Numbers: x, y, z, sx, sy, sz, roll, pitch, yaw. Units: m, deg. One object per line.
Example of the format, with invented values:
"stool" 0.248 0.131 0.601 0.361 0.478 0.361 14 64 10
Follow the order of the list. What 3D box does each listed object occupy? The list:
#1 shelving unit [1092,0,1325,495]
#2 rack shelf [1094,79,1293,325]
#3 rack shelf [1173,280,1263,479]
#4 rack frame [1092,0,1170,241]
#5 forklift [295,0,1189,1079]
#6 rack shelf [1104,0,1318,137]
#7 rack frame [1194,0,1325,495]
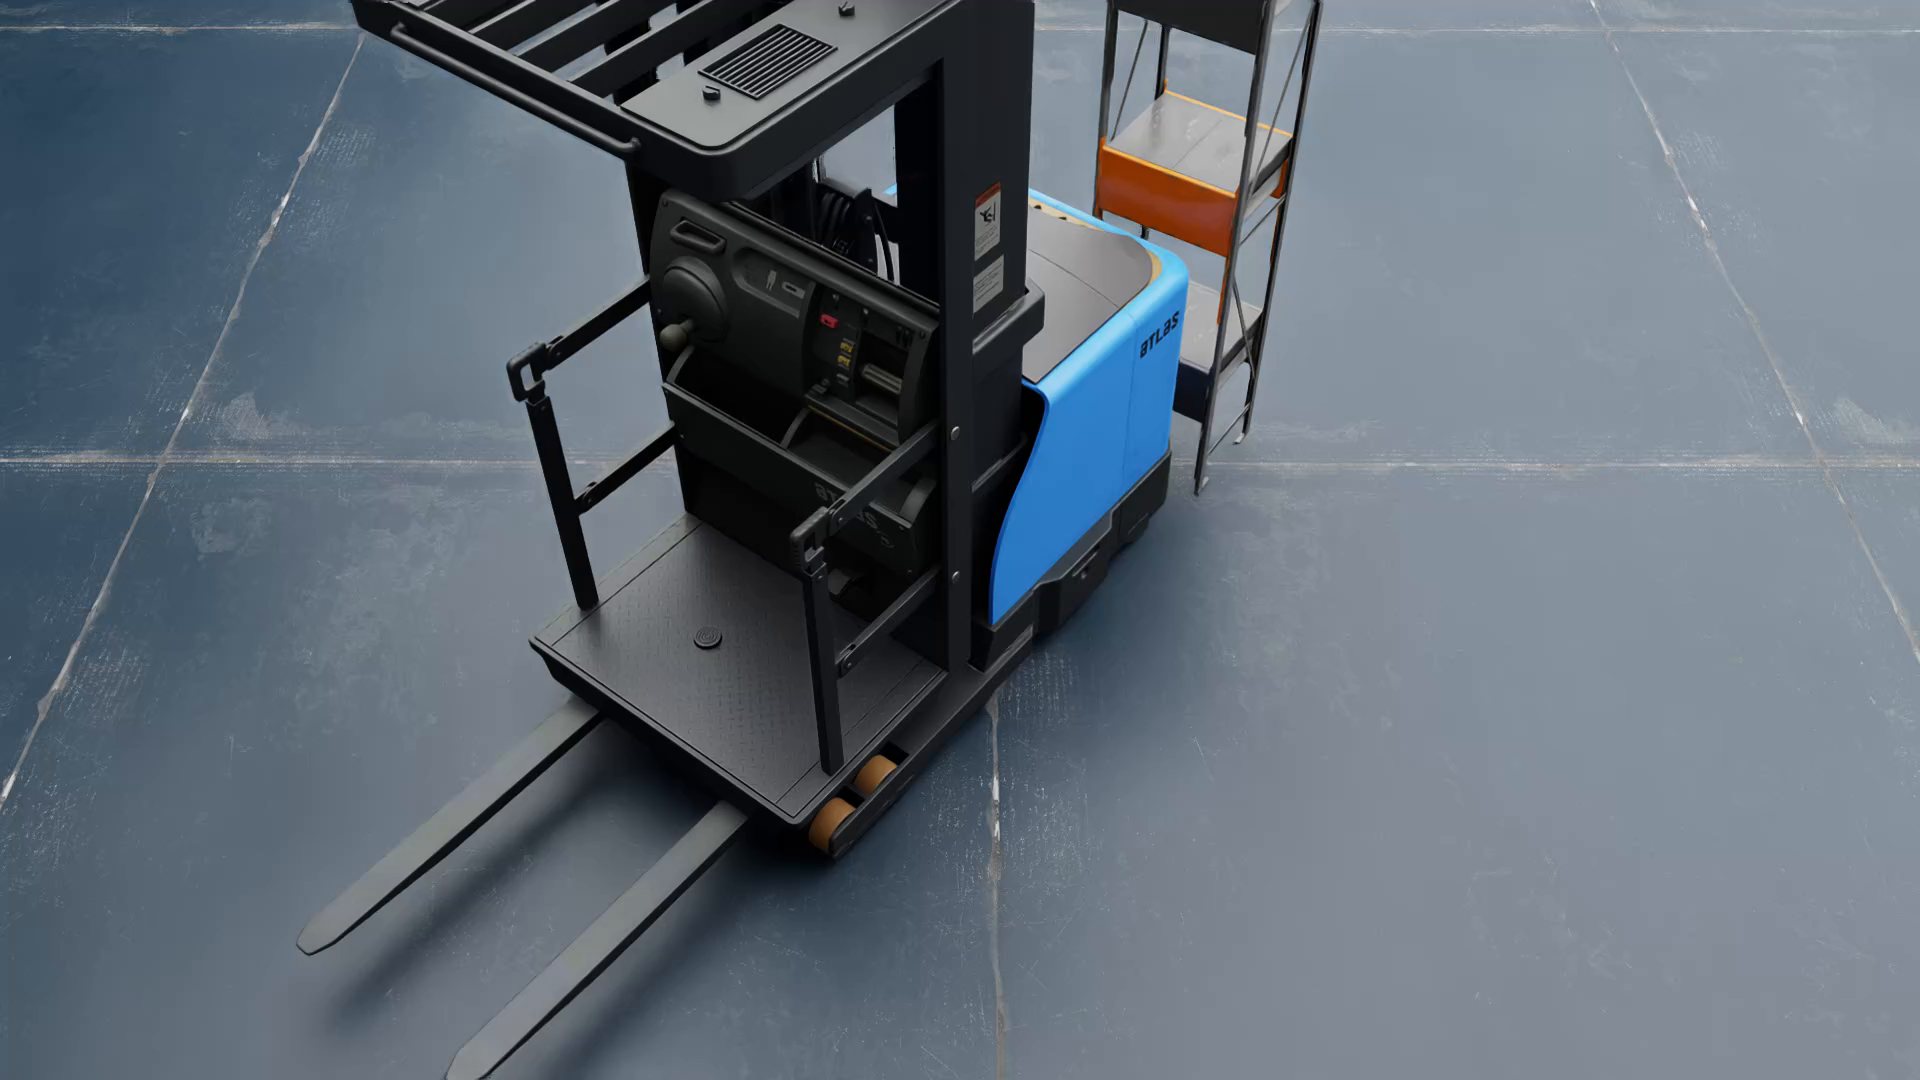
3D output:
"shelving unit" 0.746 -1.099 5.338 0.503 2.100 0.431 26 52 22
"rack shelf" 0.746 -1.089 5.348 0.480 0.518 0.431 26 52 22
"rack shelf" 0.746 -0.613 5.860 0.480 0.518 0.431 26 52 22
"rack frame" 0.544 -1.199 5.431 0.015 2.100 0.400 26 52 22
"forklift" -0.583 -0.491 4.205 1.130 2.935 3.031 30 54 25
"rack shelf" 0.746 -1.566 4.835 0.480 0.518 0.431 26 52 22
"rack frame" 0.948 -0.998 5.245 0.015 2.100 0.400 26 52 22
